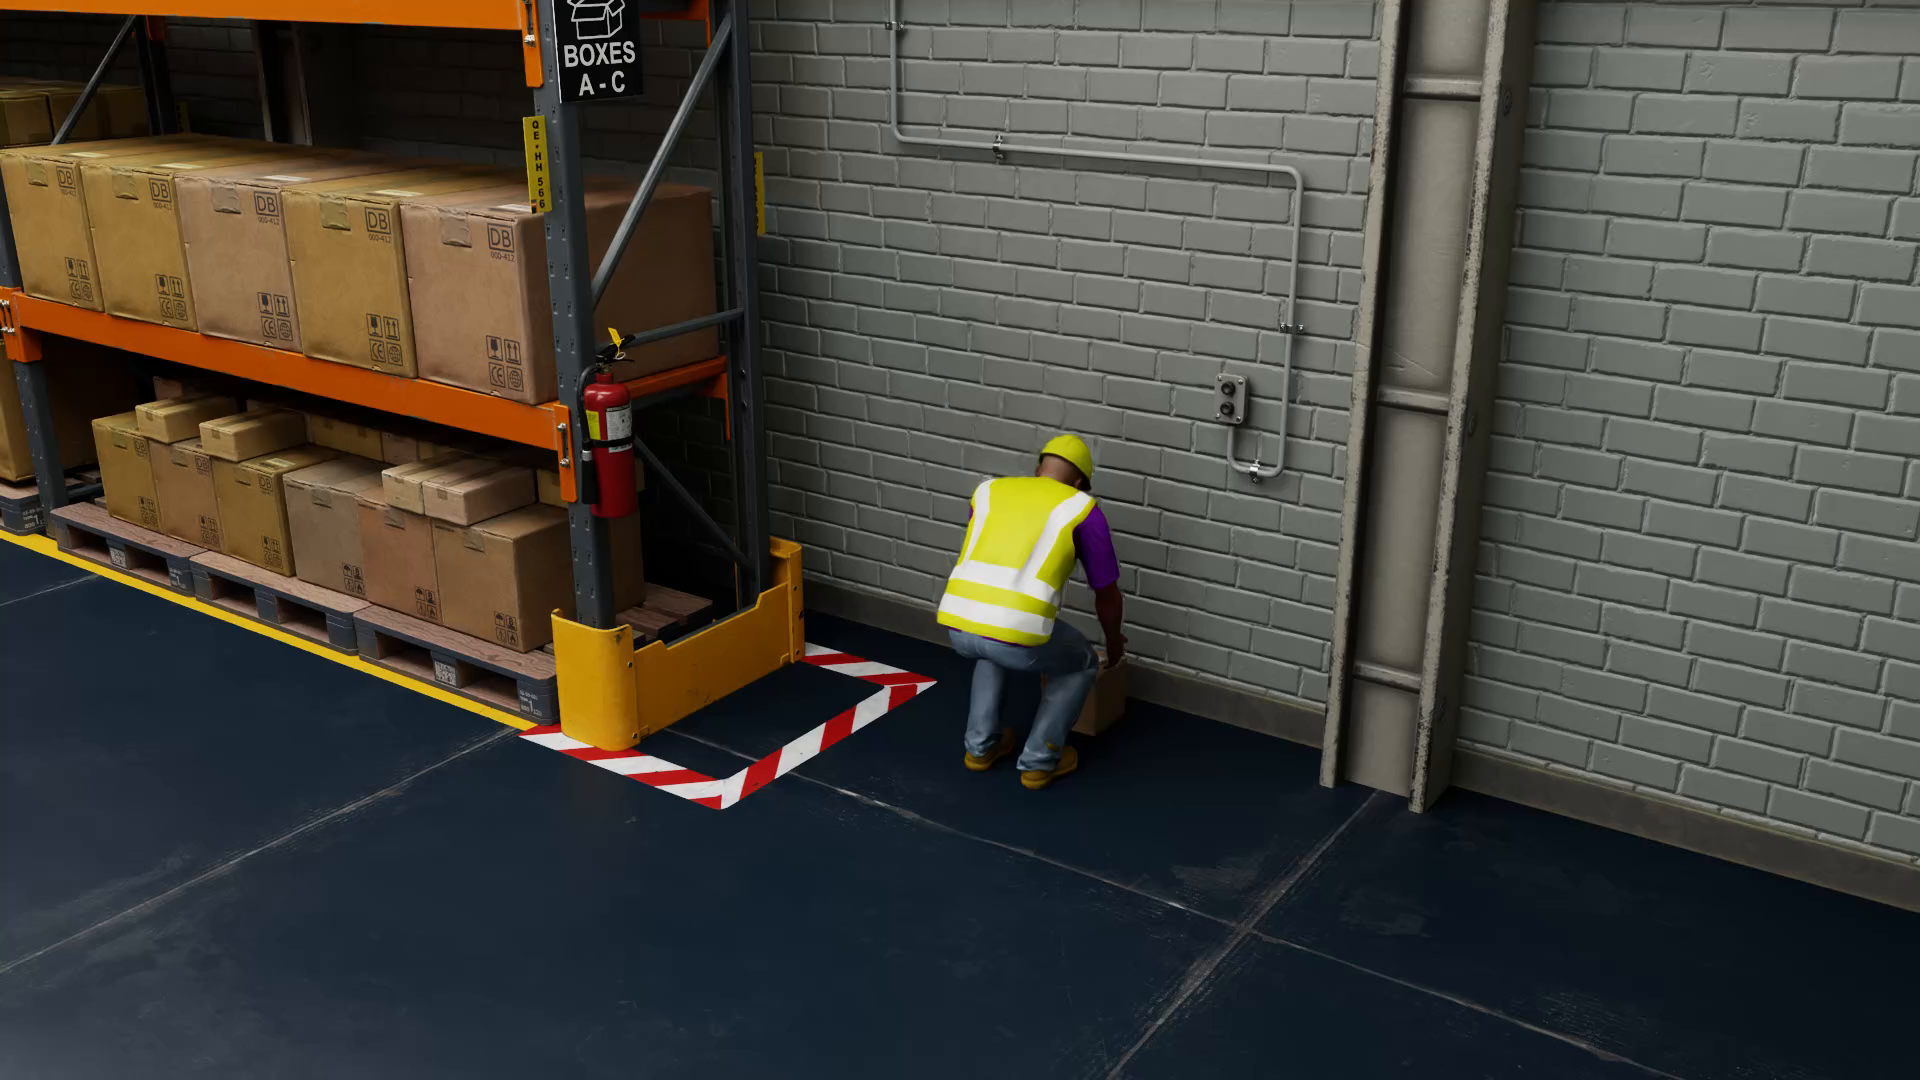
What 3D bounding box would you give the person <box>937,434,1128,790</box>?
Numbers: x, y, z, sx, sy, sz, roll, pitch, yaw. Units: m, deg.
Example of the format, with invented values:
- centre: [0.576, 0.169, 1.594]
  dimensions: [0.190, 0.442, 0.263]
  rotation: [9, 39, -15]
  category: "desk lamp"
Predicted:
- centre: [0.236, 0.255, 6.174]
  dimensions: [0.619, 1.196, 0.847]
  rotation: [13, 23, 32]
  category: "person"
